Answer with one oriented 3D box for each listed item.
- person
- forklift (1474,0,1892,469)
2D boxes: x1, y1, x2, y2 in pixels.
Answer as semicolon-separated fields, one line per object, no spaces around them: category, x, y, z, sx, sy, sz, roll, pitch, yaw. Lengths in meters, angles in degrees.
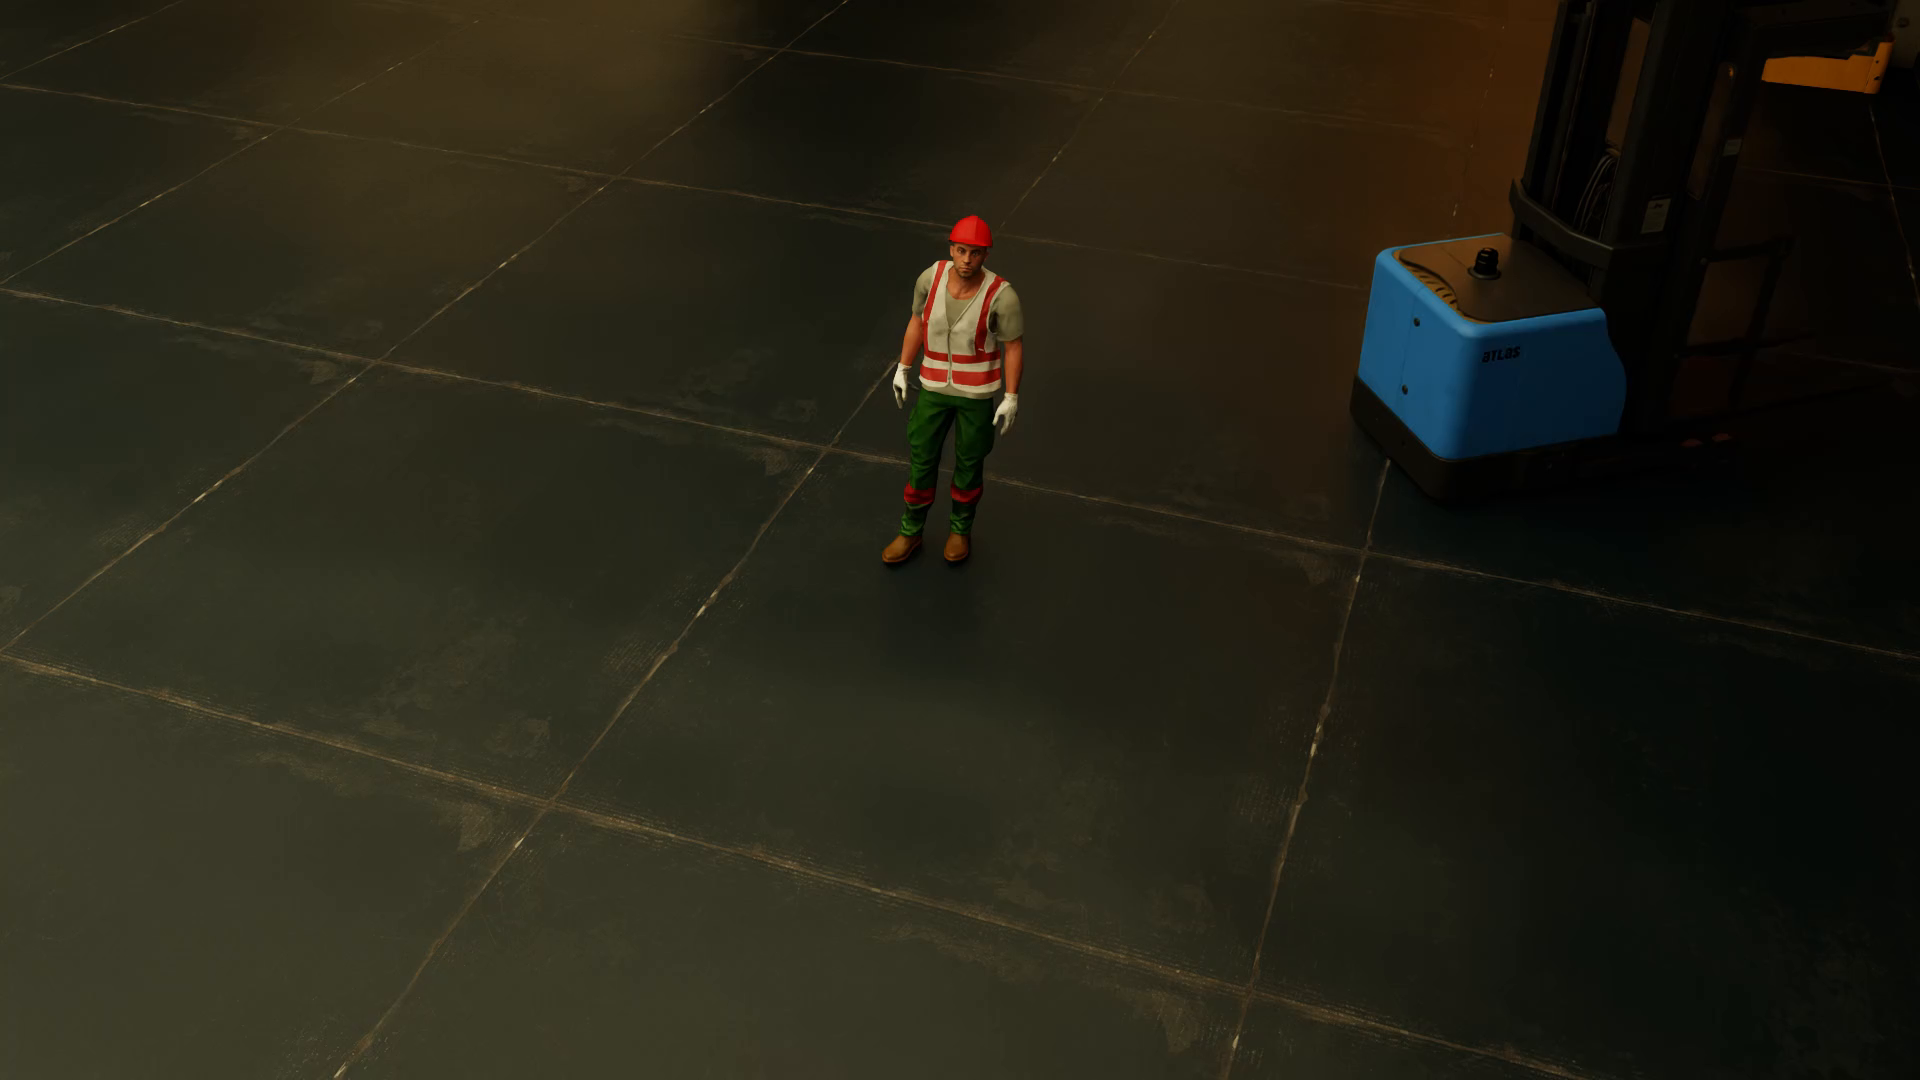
person;-0.014;-0.734;8.118;0.638;1.687;0.424;12;37;16
forklift;3.817;-1.871;8.750;3.031;2.935;1.121;-10;36;-13
